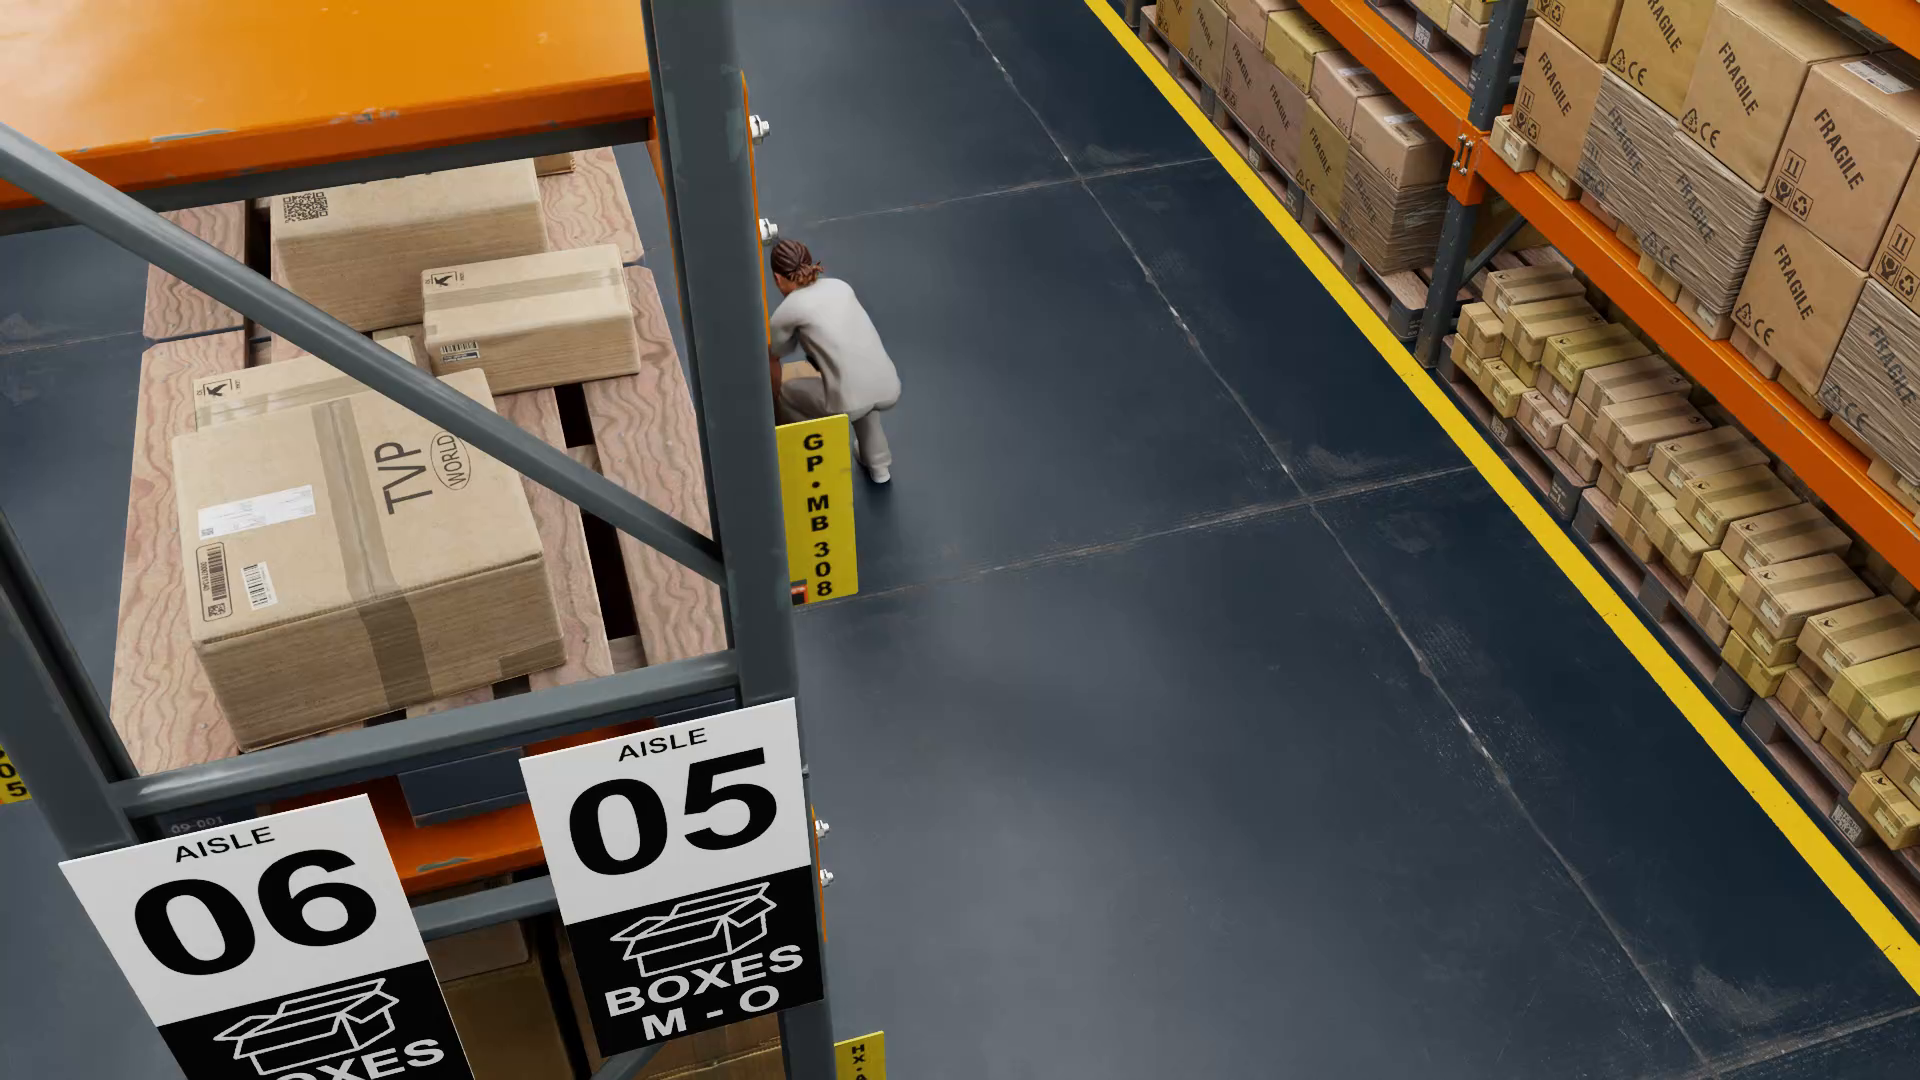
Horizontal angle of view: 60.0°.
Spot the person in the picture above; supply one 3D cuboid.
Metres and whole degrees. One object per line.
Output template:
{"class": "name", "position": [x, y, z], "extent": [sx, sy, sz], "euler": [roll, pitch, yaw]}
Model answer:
{"class": "person", "position": [-0.586, -0.746, 7.426], "extent": [0.492, 1.075, 0.764], "euler": [-22, 47, -22]}
